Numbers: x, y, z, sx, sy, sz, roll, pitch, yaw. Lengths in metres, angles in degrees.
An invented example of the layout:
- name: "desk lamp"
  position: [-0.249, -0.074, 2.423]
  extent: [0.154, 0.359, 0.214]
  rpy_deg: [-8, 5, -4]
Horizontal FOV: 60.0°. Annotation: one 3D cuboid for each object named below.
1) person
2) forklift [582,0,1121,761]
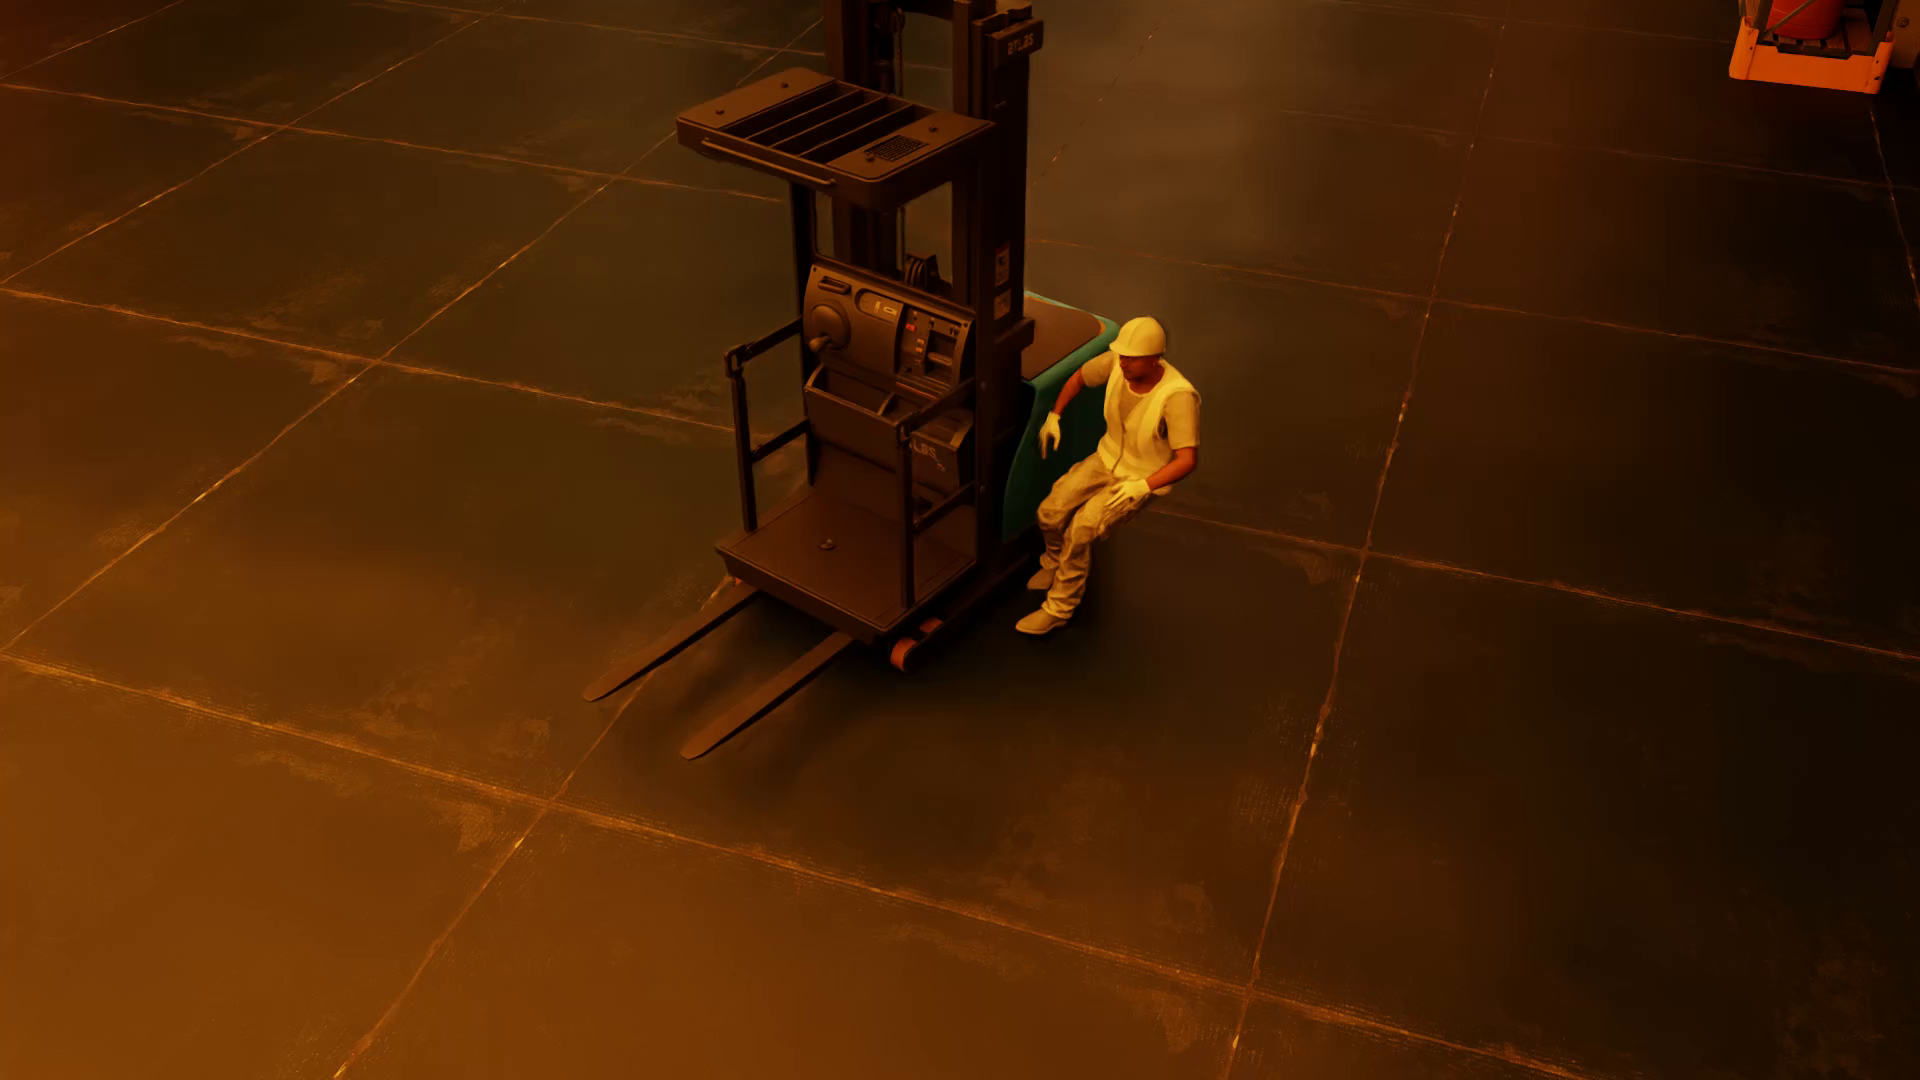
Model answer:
- name: "person"
  position: [0.635, -0.279, 7.763]
  extent: [0.913, 1.567, 0.846]
  rpy_deg: [-27, 43, -33]
- name: "forklift"
  position: [-0.466, -0.901, 7.382]
  extent: [1.130, 2.935, 3.031]
  rpy_deg: [24, 42, 30]
